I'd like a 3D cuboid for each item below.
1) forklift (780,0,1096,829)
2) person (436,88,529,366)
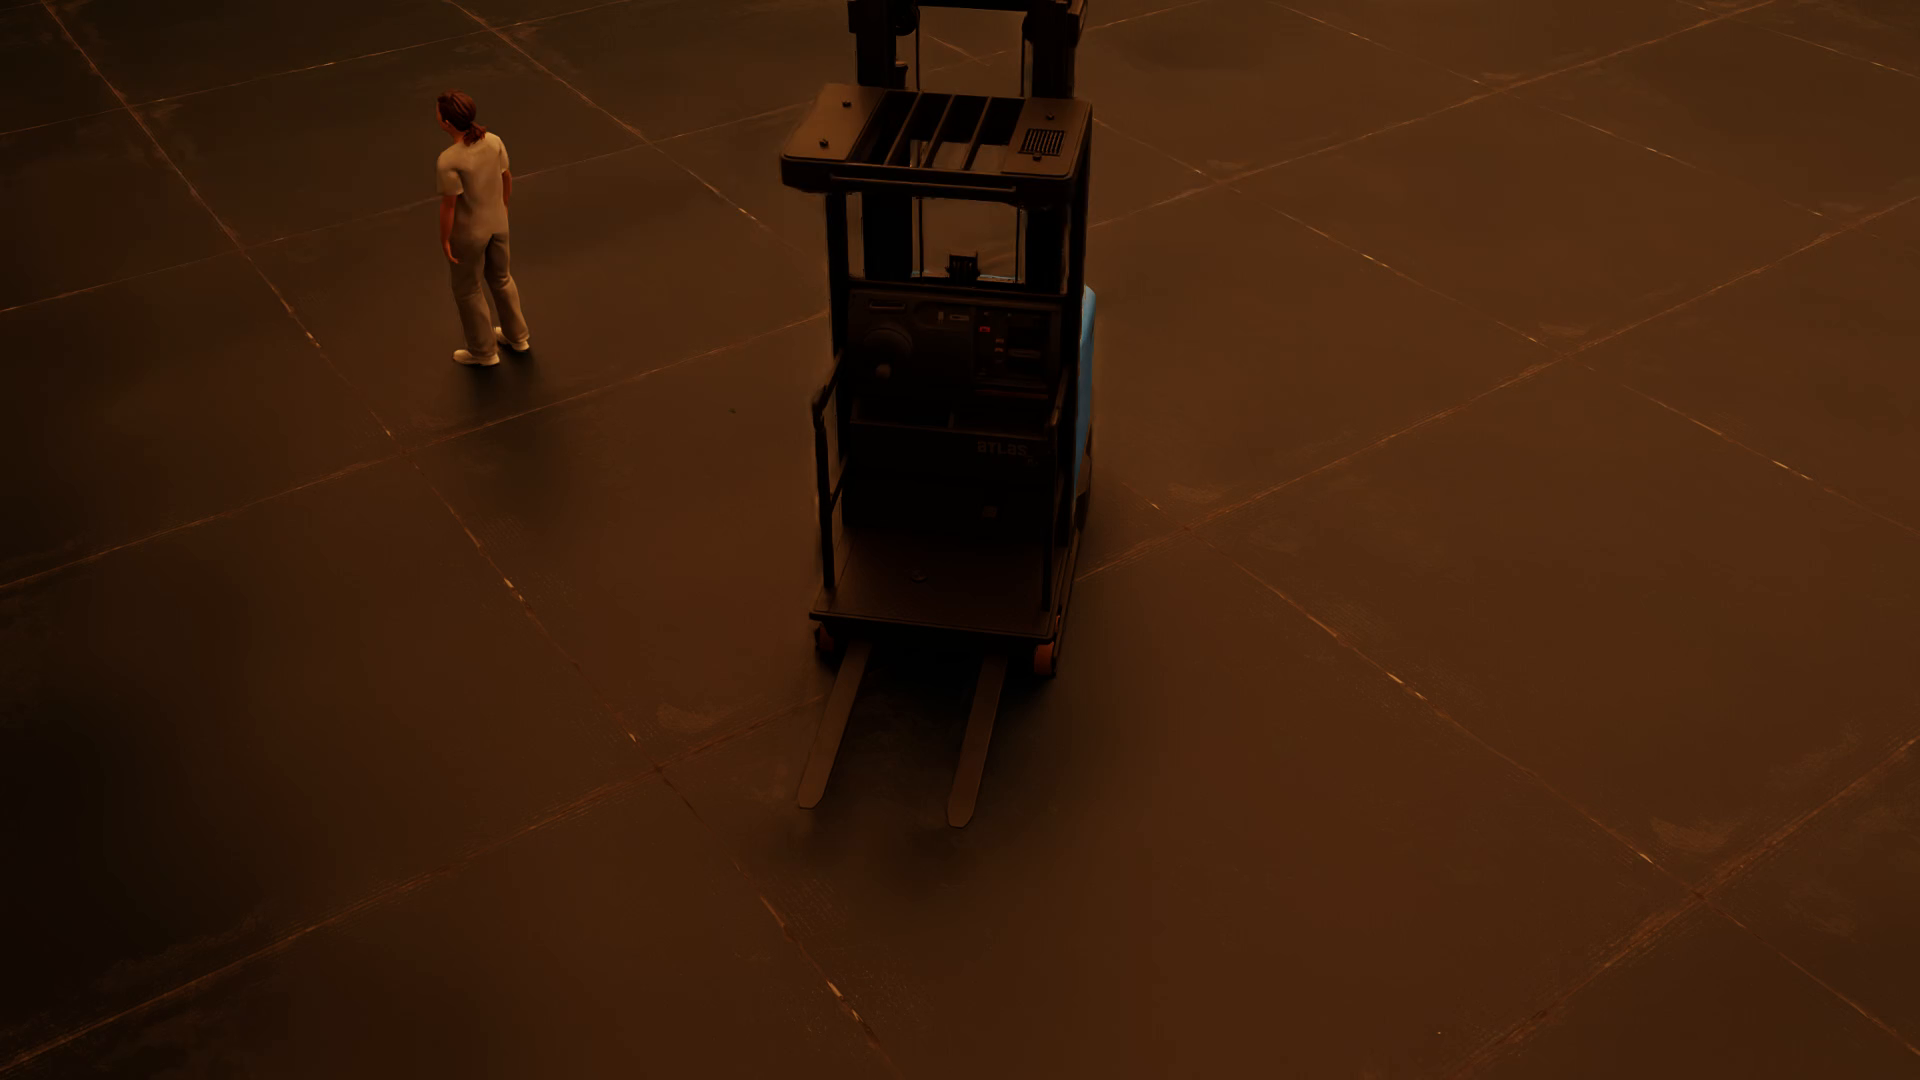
[{"bbox_3d":[-0.061,-0.792,7.016,1.130,2.935,3.031,6,37,8],"label":"forklift"},{"bbox_3d":[-2.739,-1.746,9.376,0.473,1.688,0.523,23,42,28],"label":"person"}]
